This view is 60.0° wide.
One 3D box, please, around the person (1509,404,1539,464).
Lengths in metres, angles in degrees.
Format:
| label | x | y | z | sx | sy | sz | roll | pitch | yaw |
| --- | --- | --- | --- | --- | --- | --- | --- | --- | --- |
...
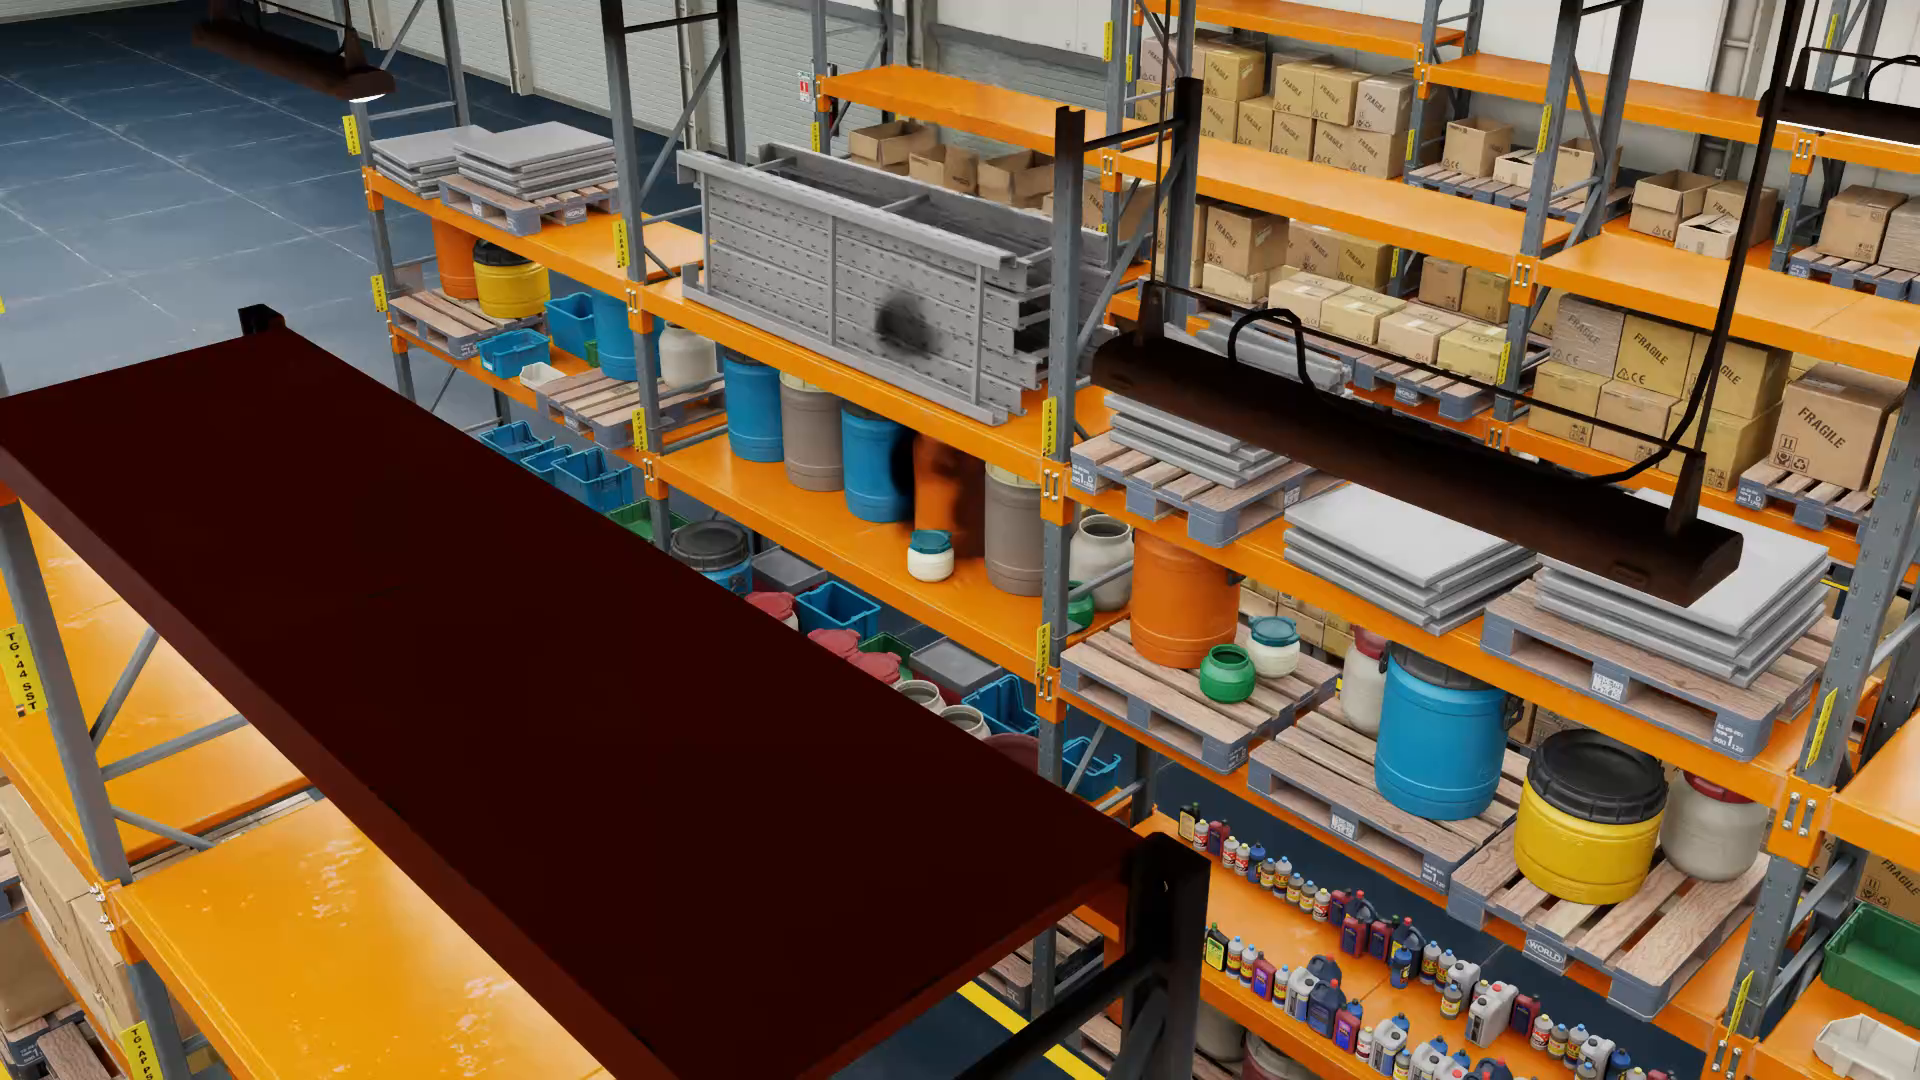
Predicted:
| label | x | y | z | sx | sy | sz | roll | pitch | yaw |
| --- | --- | --- | --- | --- | --- | --- | --- | --- | --- |
| person | 5.513 | -0.604 | 16.161 | 0.872 | 1.761 | 0.700 | 19 | 34 | 32 |
